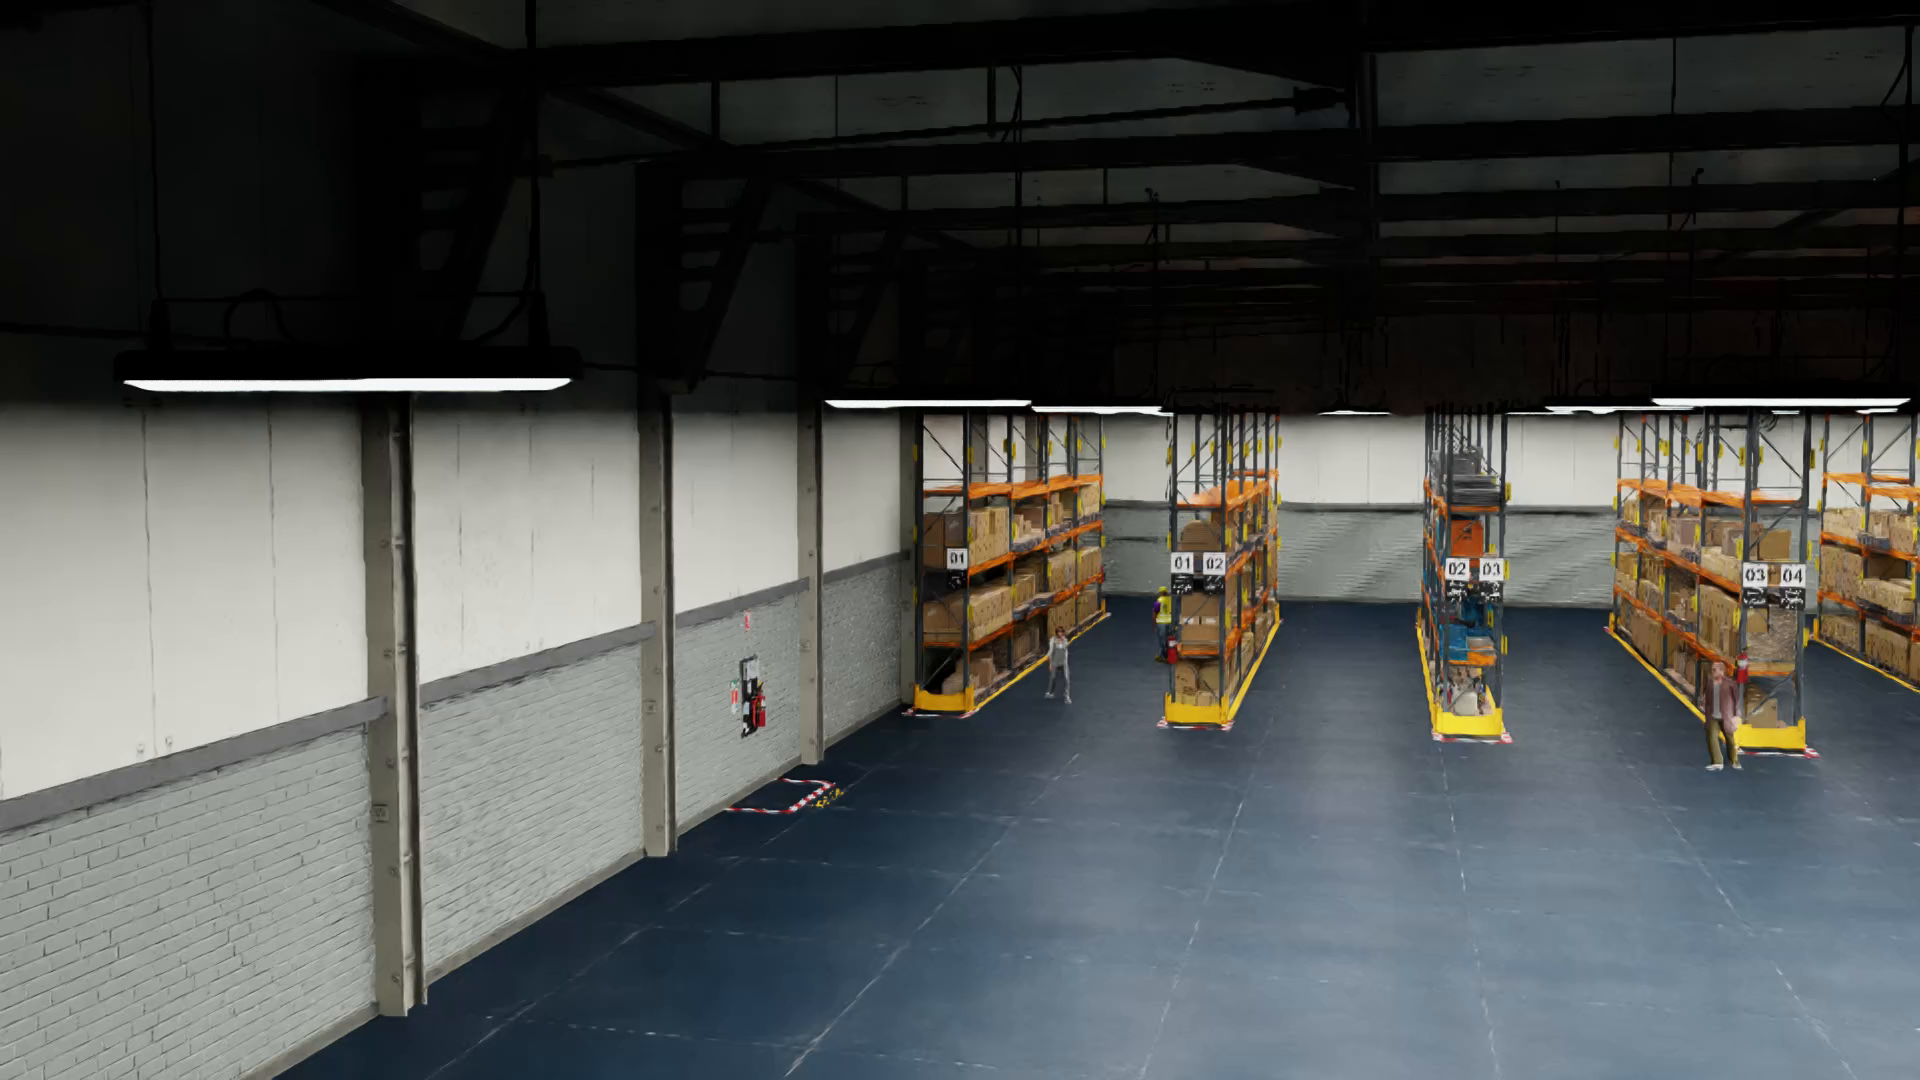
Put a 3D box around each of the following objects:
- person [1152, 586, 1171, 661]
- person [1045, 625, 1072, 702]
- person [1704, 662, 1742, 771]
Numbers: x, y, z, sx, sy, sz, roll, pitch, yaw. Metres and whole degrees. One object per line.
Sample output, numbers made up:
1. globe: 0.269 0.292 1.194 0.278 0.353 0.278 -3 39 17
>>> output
1. person: 4.744 1.942 39.049 0.673 1.763 0.580 -4 6 -43
2. person: 1.987 2.474 33.540 0.453 1.537 0.880 -1 4 -9
3. person: 12.391 2.850 27.002 0.632 1.765 0.611 -4 6 -41
